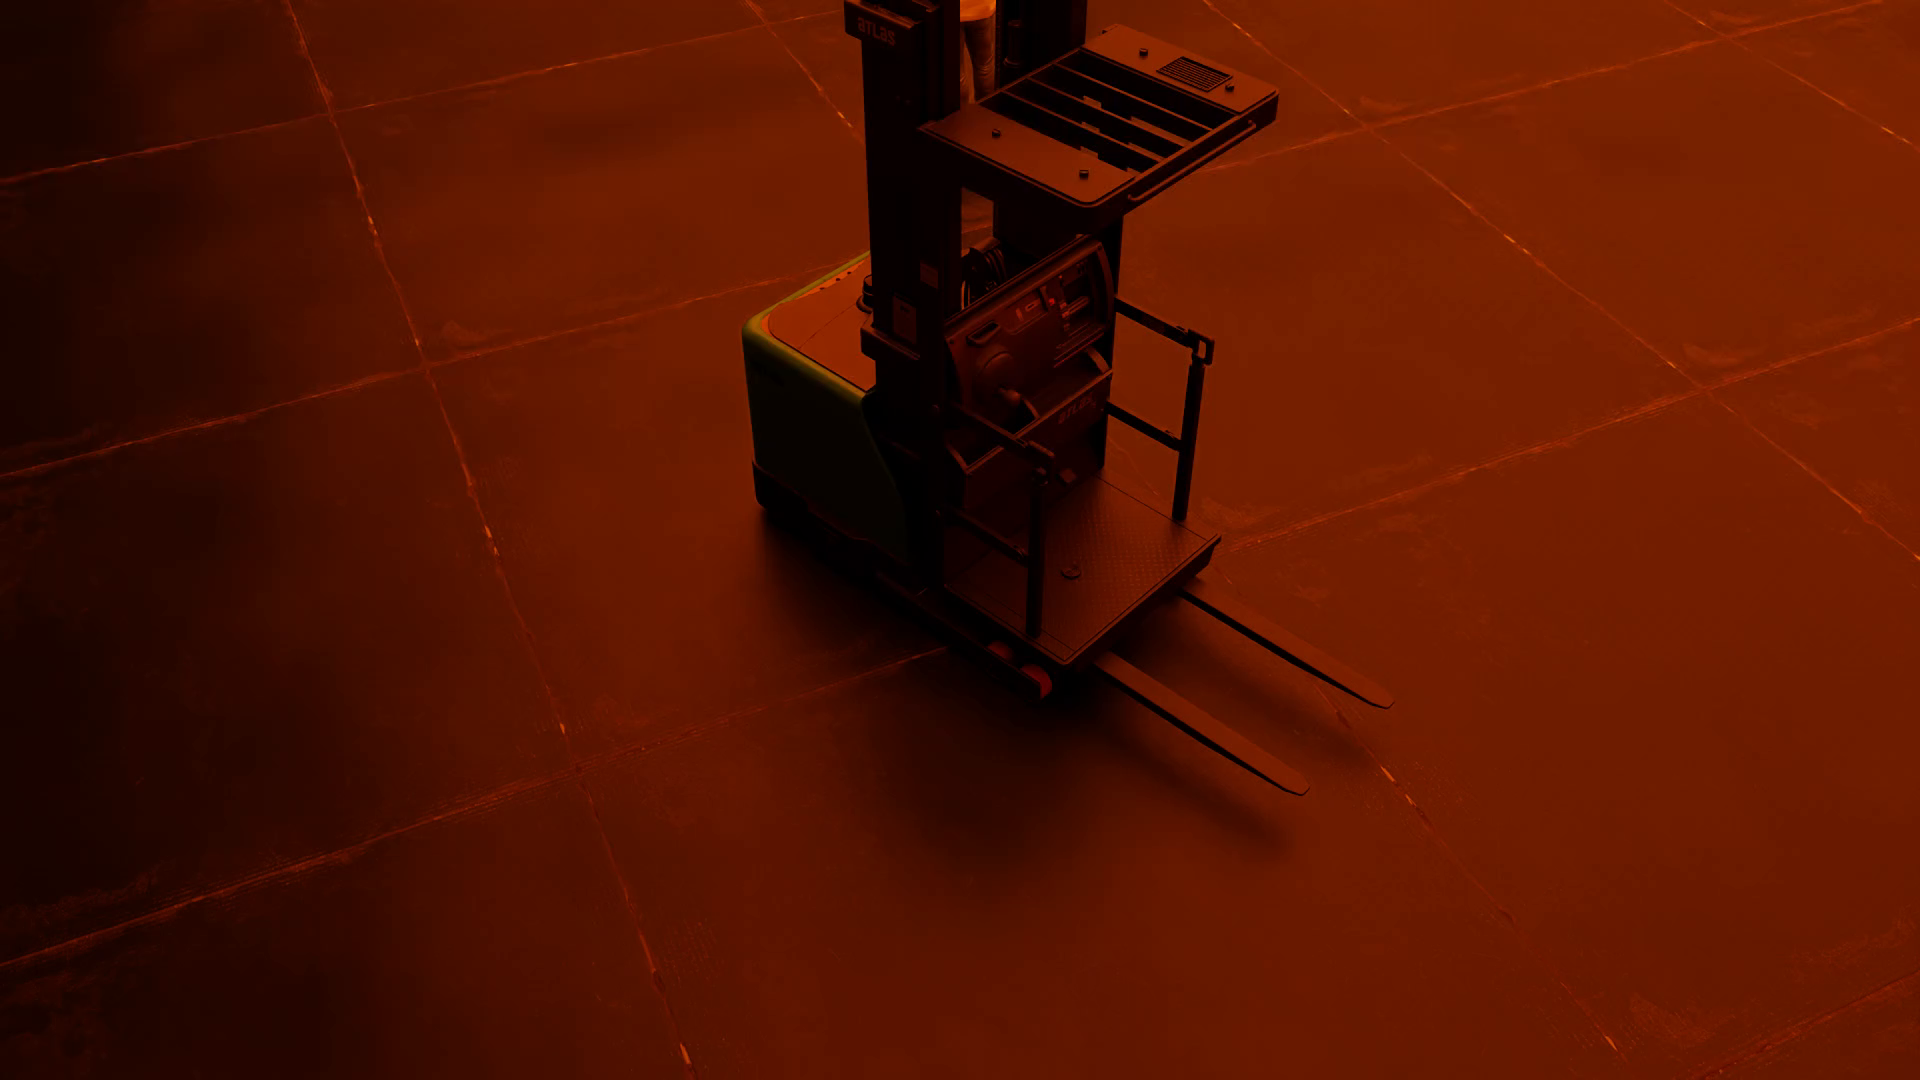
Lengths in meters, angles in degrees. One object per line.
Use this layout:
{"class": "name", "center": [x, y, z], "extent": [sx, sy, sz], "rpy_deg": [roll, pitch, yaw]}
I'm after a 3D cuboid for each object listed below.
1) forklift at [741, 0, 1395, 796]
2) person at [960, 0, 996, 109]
{"class": "forklift", "center": [0.445, -0.788, 6.525], "extent": [3.031, 2.935, 1.130], "rpy_deg": [32, 52, 30]}
{"class": "person", "center": [-0.014, -3.243, 9.998], "extent": [0.665, 1.765, 0.577], "rpy_deg": [-15, 45, -16]}
